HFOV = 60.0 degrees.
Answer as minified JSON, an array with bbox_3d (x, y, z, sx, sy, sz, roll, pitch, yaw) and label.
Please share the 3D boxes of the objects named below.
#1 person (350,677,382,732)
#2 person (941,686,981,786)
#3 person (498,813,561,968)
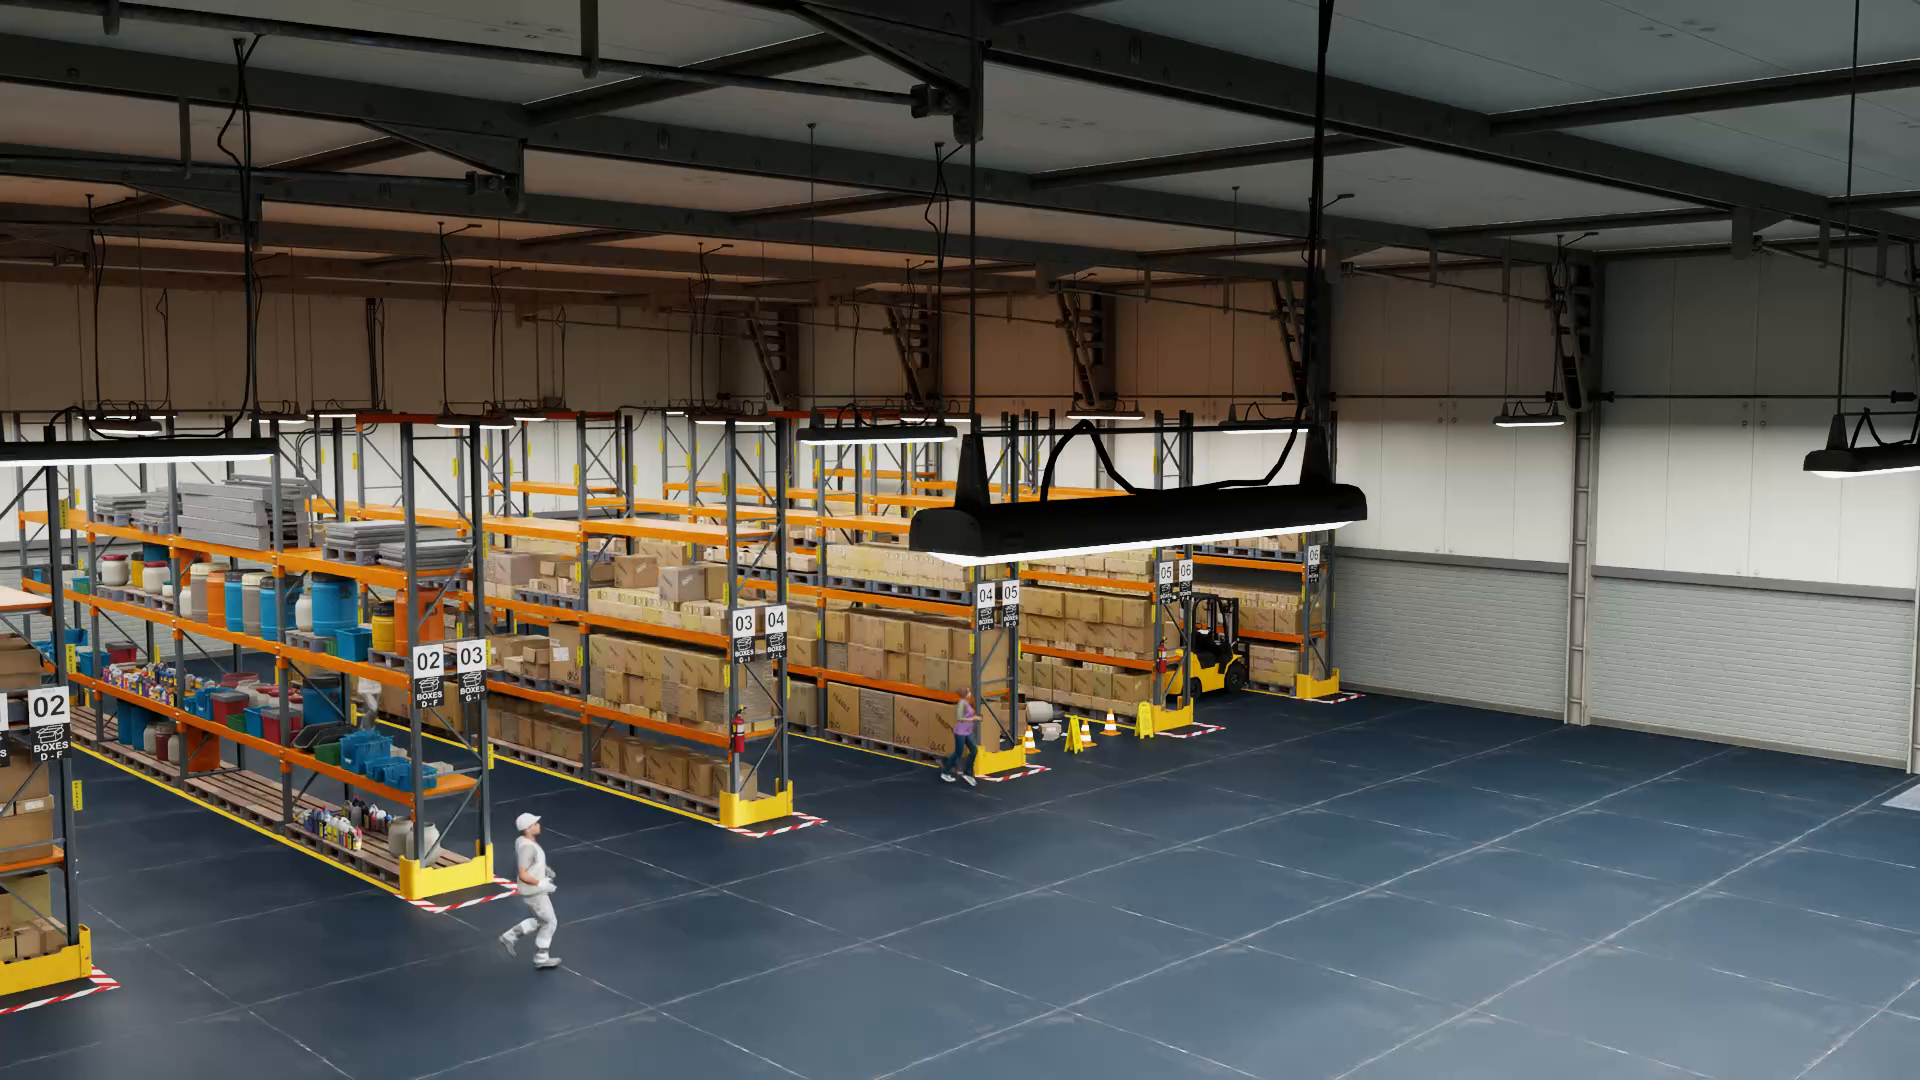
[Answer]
[{"bbox_3d":[-10.811,2.810,30.480,0.812,1.755,0.733,5,7,44],"label":"person"},{"bbox_3d":[0.038,3.200,27.095,0.684,1.626,0.532,2,5,17],"label":"person"},{"bbox_3d":[-4.757,3.870,18.341,0.665,1.740,0.657,-2,5,-17],"label":"person"}]
